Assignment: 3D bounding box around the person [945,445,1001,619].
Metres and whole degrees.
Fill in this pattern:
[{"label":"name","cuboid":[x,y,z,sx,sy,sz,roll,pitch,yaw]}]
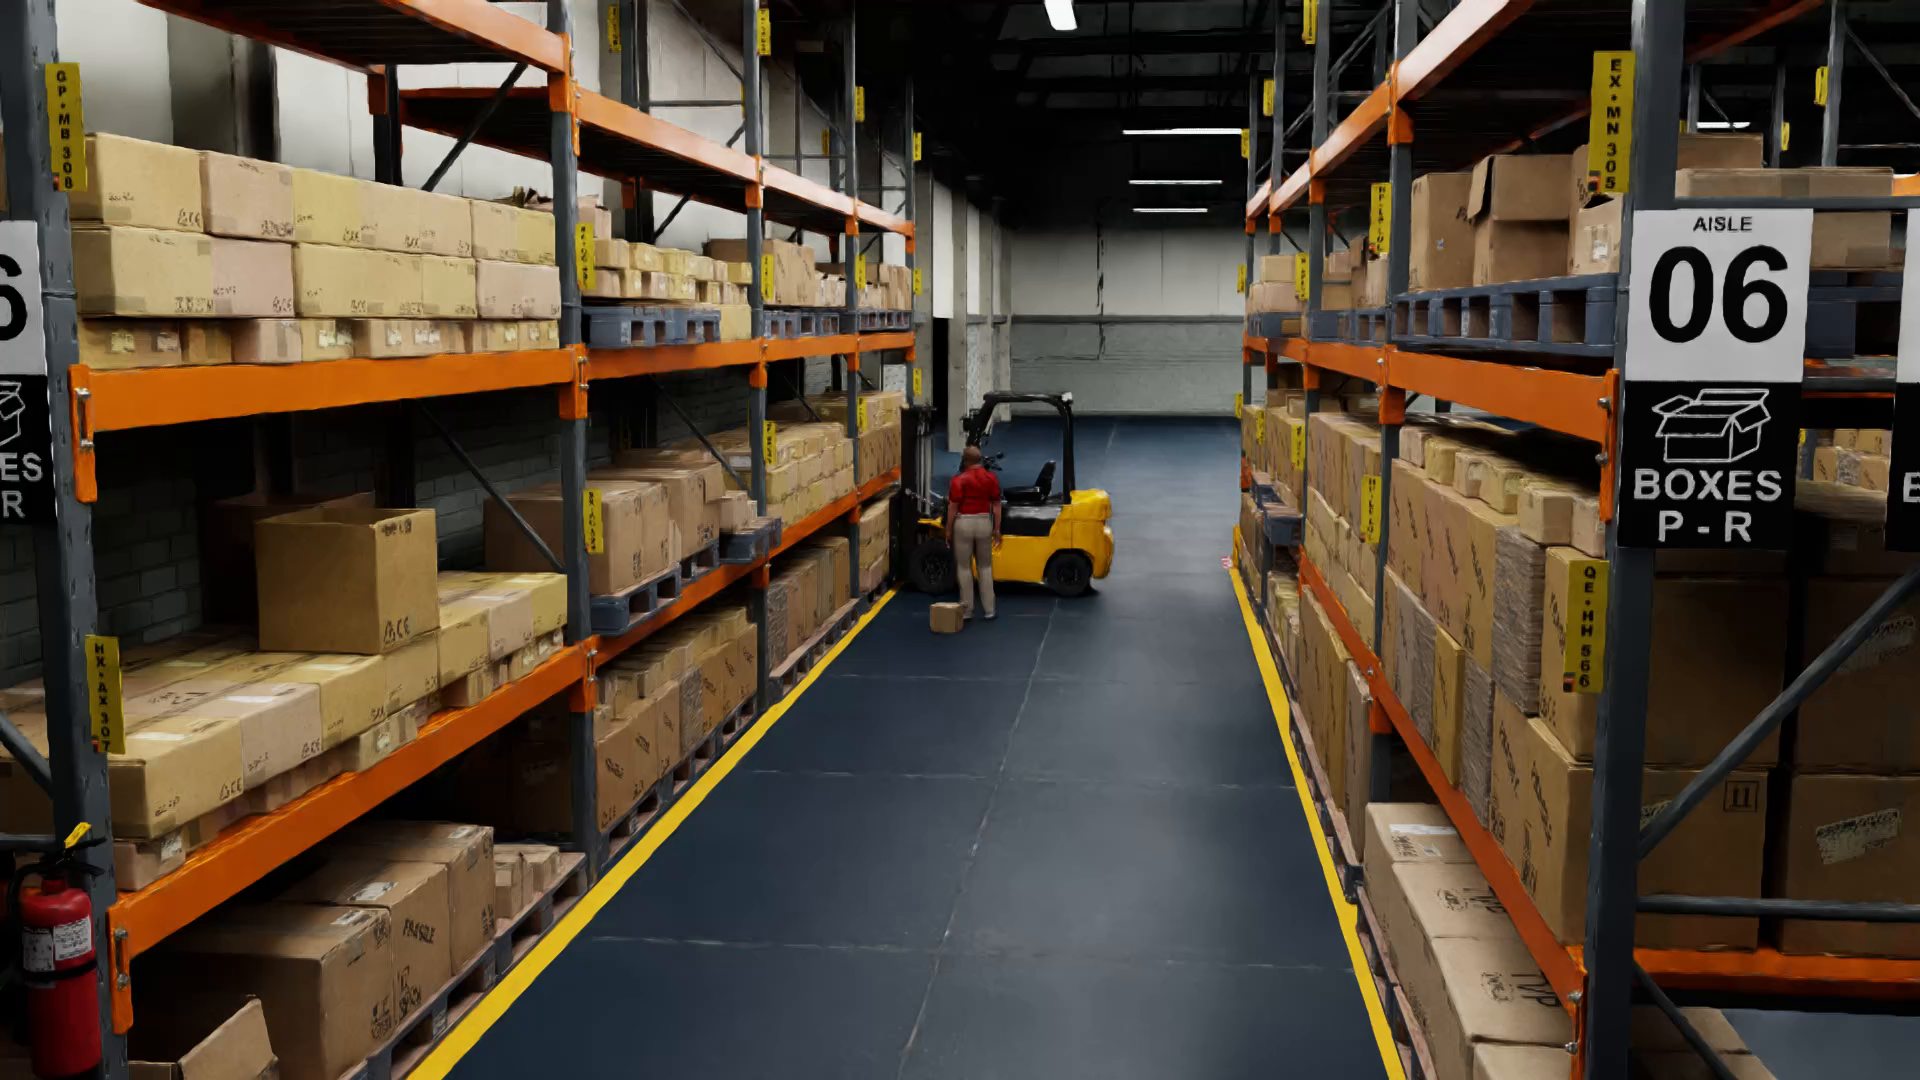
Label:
[{"label":"person","cuboid":[0.124,-0.083,16.454,0.571,1.725,0.364,-3,8,-21]}]
